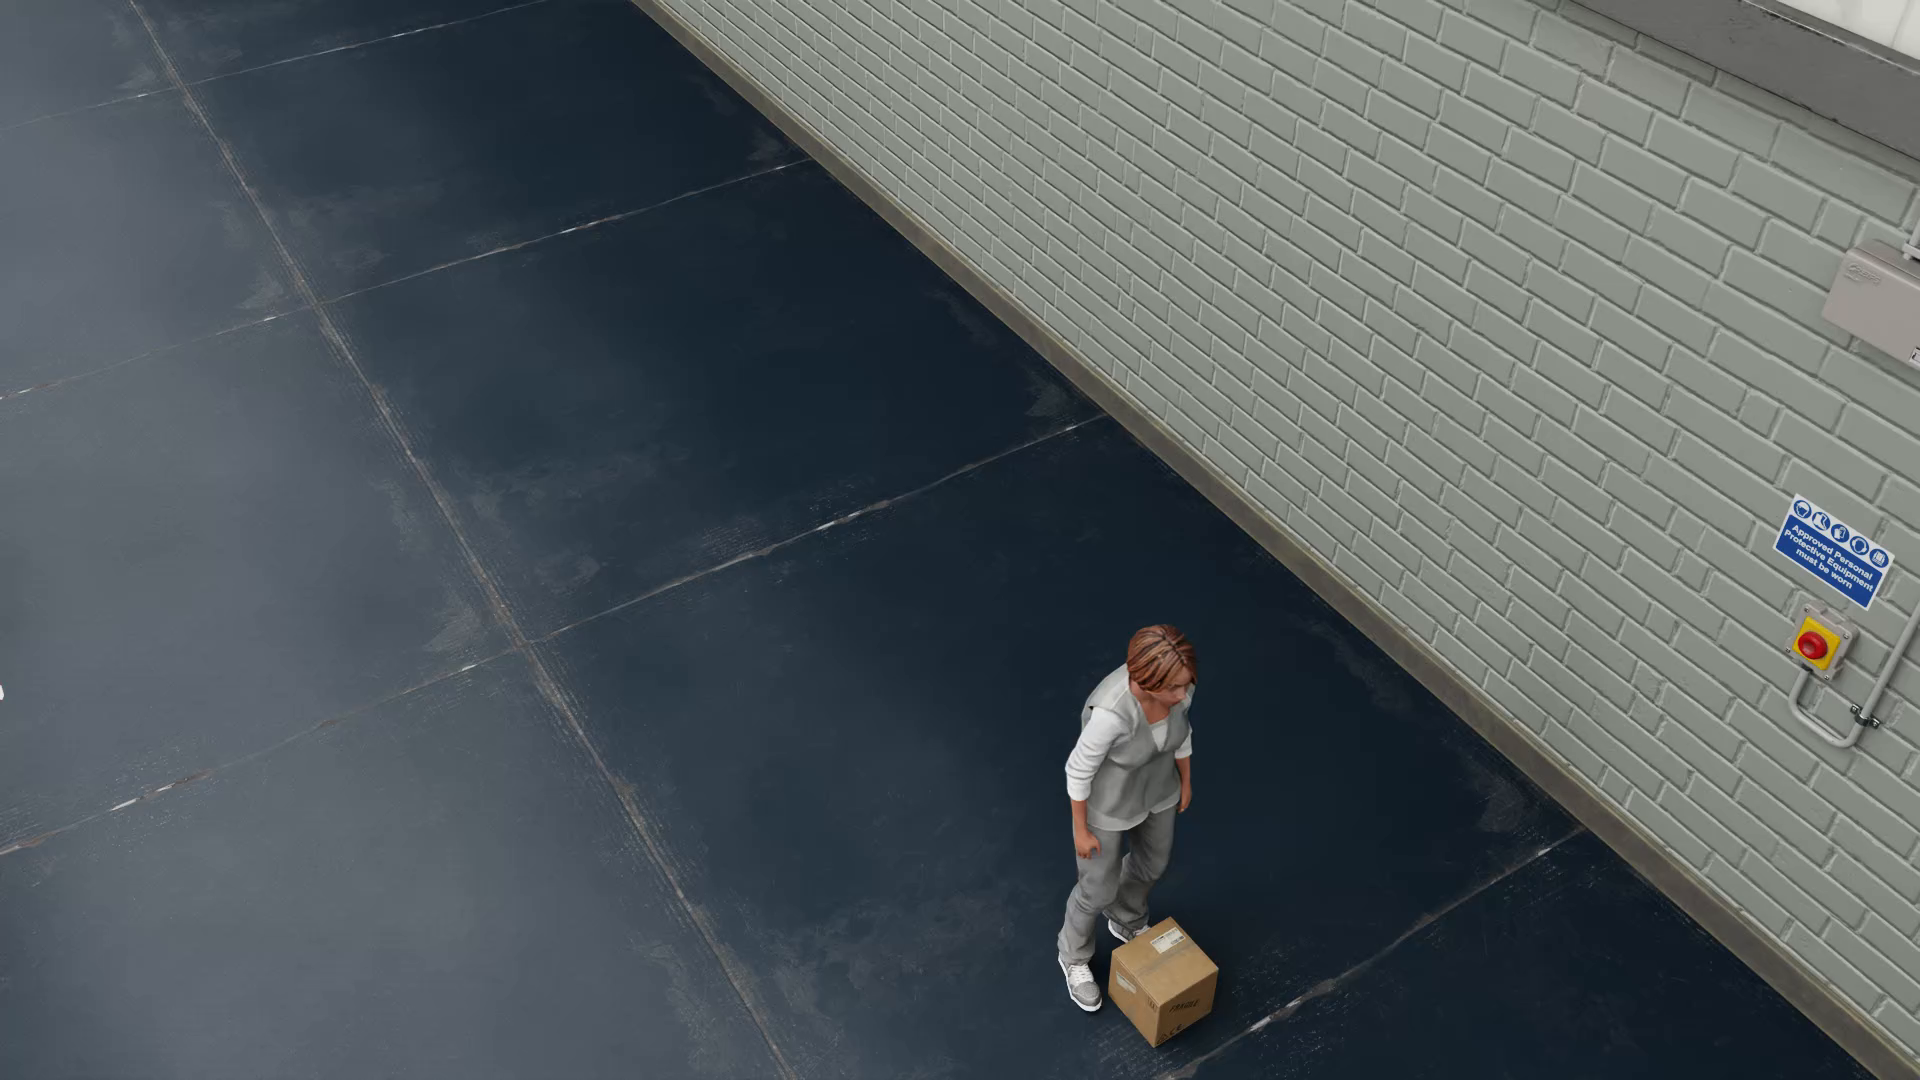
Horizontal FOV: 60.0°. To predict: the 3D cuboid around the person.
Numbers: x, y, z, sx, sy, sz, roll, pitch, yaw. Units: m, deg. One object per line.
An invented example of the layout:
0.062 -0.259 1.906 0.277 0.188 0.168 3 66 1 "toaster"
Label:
0.533 0.832 5.222 0.465 1.592 0.348 -23 46 -24 "person"
